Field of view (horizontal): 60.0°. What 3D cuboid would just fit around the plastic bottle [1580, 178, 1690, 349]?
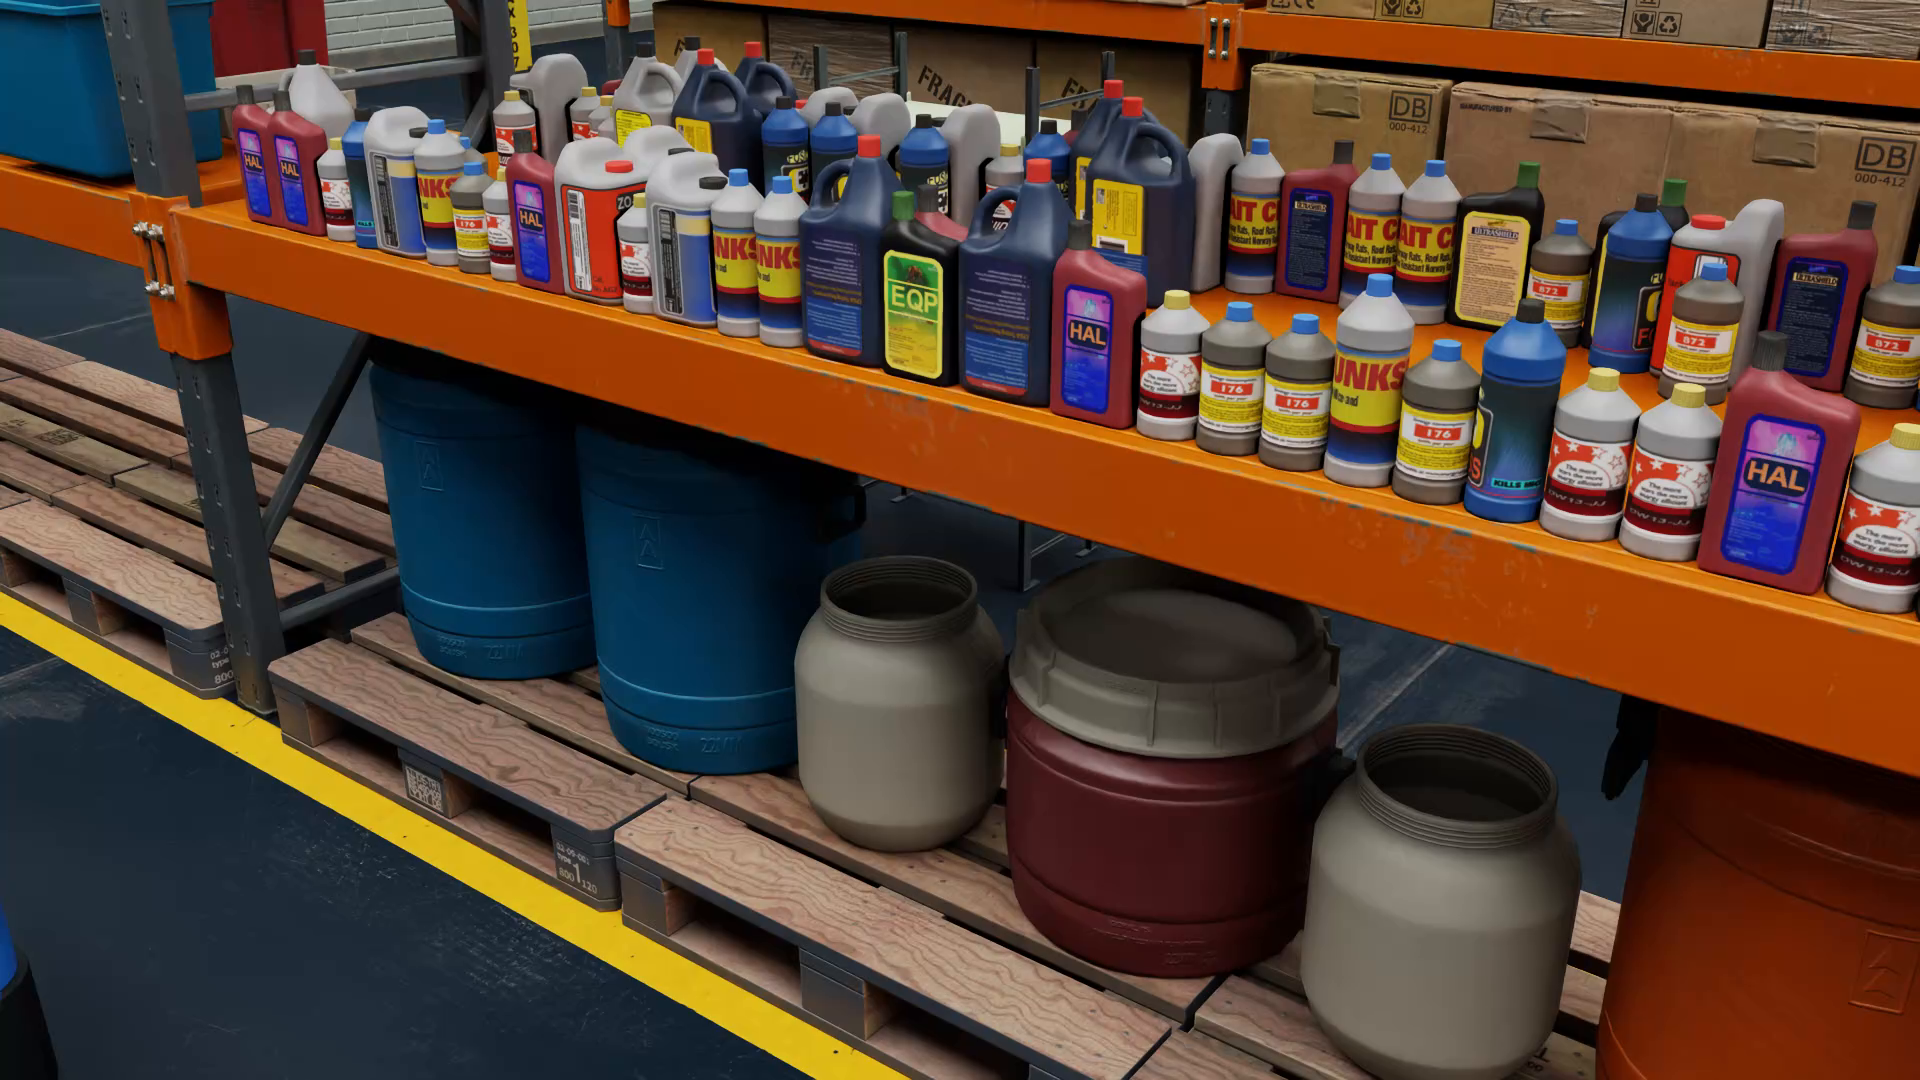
[{"bbox_3d":[1.089,-0.440,2.674,0.133,0.283,0.061,17,29,33],"label":"plastic bottle"}]

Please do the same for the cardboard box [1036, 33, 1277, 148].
[{"bbox_3d":[0.981,-2.096,8.402,0.875,0.875,0.875,17,29,33],"label":"cardboard box"}]

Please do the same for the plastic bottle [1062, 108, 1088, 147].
[{"bbox_3d":[0.202,-0.709,3.283,0.133,0.283,0.061,17,29,33],"label":"plastic bottle"}]

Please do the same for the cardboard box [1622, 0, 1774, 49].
[{"bbox_3d":[2.899,-2.179,6.352,0.500,0.500,0.500,17,29,34],"label":"cardboard box"}]

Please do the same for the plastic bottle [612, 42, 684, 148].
[{"bbox_3d":[-0.664,-0.907,3.650,0.185,0.351,0.144,17,29,33],"label":"plastic bottle"}]

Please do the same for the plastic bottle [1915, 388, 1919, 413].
[{"bbox_3d":[1.463,-0.313,2.399,0.097,0.271,0.097,0,24,0],"label":"plastic bottle"}]

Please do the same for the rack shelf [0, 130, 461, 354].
[{"bbox_3d":[-3.109,-1.248,5.253,4.000,0.370,1.077,17,29,33],"label":"rack shelf"}]

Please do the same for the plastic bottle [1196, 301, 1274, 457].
[{"bbox_3d":[0.379,-0.226,2.289,0.097,0.201,0.097,0,24,0],"label":"plastic bottle"}]

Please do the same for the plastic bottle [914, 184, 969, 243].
[{"bbox_3d":[-0.020,-0.406,2.595,0.133,0.283,0.061,17,29,33],"label":"plastic bottle"}]

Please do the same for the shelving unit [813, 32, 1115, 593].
[{"bbox_3d":[0.005,-0.685,4.944,0.755,1.500,0.431,17,29,33],"label":"shelving unit"}]

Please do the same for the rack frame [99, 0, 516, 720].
[{"bbox_3d":[-1.509,-1.093,4.011,0.127,3.000,1.000,17,29,33],"label":"rack frame"}]

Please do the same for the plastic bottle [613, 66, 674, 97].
[{"bbox_3d":[-0.707,-0.957,3.856,0.135,0.276,0.152,17,29,33],"label":"plastic bottle"}]

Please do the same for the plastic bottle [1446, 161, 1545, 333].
[{"bbox_3d":[0.905,-0.496,2.801,0.133,0.283,0.061,17,29,33],"label":"plastic bottle"}]

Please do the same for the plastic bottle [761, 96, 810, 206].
[{"bbox_3d":[-0.364,-0.788,3.478,0.097,0.271,0.097,0,24,0],"label":"plastic bottle"}]

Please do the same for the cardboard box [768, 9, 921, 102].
[{"bbox_3d":[-0.451,-2.529,9.385,0.875,0.875,0.875,17,29,33],"label":"cardboard box"}]

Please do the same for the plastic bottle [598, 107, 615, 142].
[{"bbox_3d":[-0.767,-0.878,3.769,0.097,0.201,0.097,0,24,0],"label":"plastic bottle"}]

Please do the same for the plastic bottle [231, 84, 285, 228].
[{"bbox_3d":[-1.471,-0.813,3.521,0.133,0.283,0.061,17,29,33],"label":"plastic bottle"}]

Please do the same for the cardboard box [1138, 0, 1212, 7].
[{"bbox_3d":[1.021,-2.544,7.616,0.250,0.149,0.380,17,29,34],"label":"cardboard box"}]

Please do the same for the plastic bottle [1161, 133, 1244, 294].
[{"bbox_3d":[0.430,-0.613,3.076,0.135,0.276,0.152,17,29,33],"label":"plastic bottle"}]

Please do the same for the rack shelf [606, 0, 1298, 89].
[{"bbox_3d":[-0.139,-2.846,8.880,4.000,0.370,1.077,17,29,33],"label":"rack shelf"}]

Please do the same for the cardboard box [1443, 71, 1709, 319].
[{"bbox_3d":[2.701,-1.547,7.155,0.875,0.875,1.225,16,28,32],"label":"cardboard box"}]

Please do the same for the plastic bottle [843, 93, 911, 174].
[{"bbox_3d":[-0.196,-0.803,3.505,0.135,0.276,0.152,17,29,33],"label":"plastic bottle"}]

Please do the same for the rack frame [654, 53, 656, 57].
[{"bbox_3d":[-1.737,-3.659,9.835,0.053,2.616,0.949,17,29,33],"label":"rack frame"}]

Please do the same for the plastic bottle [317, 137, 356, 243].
[{"bbox_3d":[-1.261,-0.722,3.414,0.097,0.201,0.097,0,24,0],"label":"plastic bottle"}]

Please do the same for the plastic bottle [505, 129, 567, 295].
[{"bbox_3d":[-0.761,-0.599,3.033,0.133,0.283,0.061,17,29,33],"label":"plastic bottle"}]

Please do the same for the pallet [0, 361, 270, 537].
[{"bbox_3d":[-3.101,-0.277,5.617,1.213,0.211,1.003,17,29,33],"label":"pallet"}]

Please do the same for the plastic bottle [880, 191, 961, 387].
[{"bbox_3d":[-0.057,-0.386,2.550,0.133,0.283,0.061,17,29,33],"label":"plastic bottle"}]

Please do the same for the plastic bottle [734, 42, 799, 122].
[{"bbox_3d":[-0.429,-0.909,3.654,0.185,0.351,0.144,17,29,33],"label":"plastic bottle"}]

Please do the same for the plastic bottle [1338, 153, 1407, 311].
[{"bbox_3d":[0.724,-0.536,2.906,0.097,0.271,0.097,0,24,0],"label":"plastic bottle"}]

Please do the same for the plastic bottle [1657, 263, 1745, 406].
[{"bbox_3d":[1.109,-0.311,2.482,0.097,0.201,0.097,0,24,0],"label":"plastic bottle"}]

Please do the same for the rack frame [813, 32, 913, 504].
[{"bbox_3d":[-0.288,-0.773,5.145,0.023,1.500,0.400,17,29,33],"label":"rack frame"}]

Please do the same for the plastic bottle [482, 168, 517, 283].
[{"bbox_3d":[-0.842,-0.595,3.126,0.097,0.201,0.097,0,24,0],"label":"plastic bottle"}]

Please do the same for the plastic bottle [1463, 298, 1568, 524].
[{"bbox_3d":[0.690,-0.164,2.061,0.097,0.271,0.097,0,24,0],"label":"plastic bottle"}]

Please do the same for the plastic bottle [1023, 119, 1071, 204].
[{"bbox_3d":[0.169,-0.673,3.217,0.097,0.271,0.097,0,24,0],"label":"plastic bottle"}]

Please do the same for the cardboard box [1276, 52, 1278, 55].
[{"bbox_3d":[2.425,-3.803,12.807,0.250,0.149,0.380,15,28,31],"label":"cardboard box"}]

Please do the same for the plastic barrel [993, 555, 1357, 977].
[{"bbox_3d":[0.386,0.400,3.093,0.708,0.588,0.600,17,29,33],"label":"plastic barrel"}]
